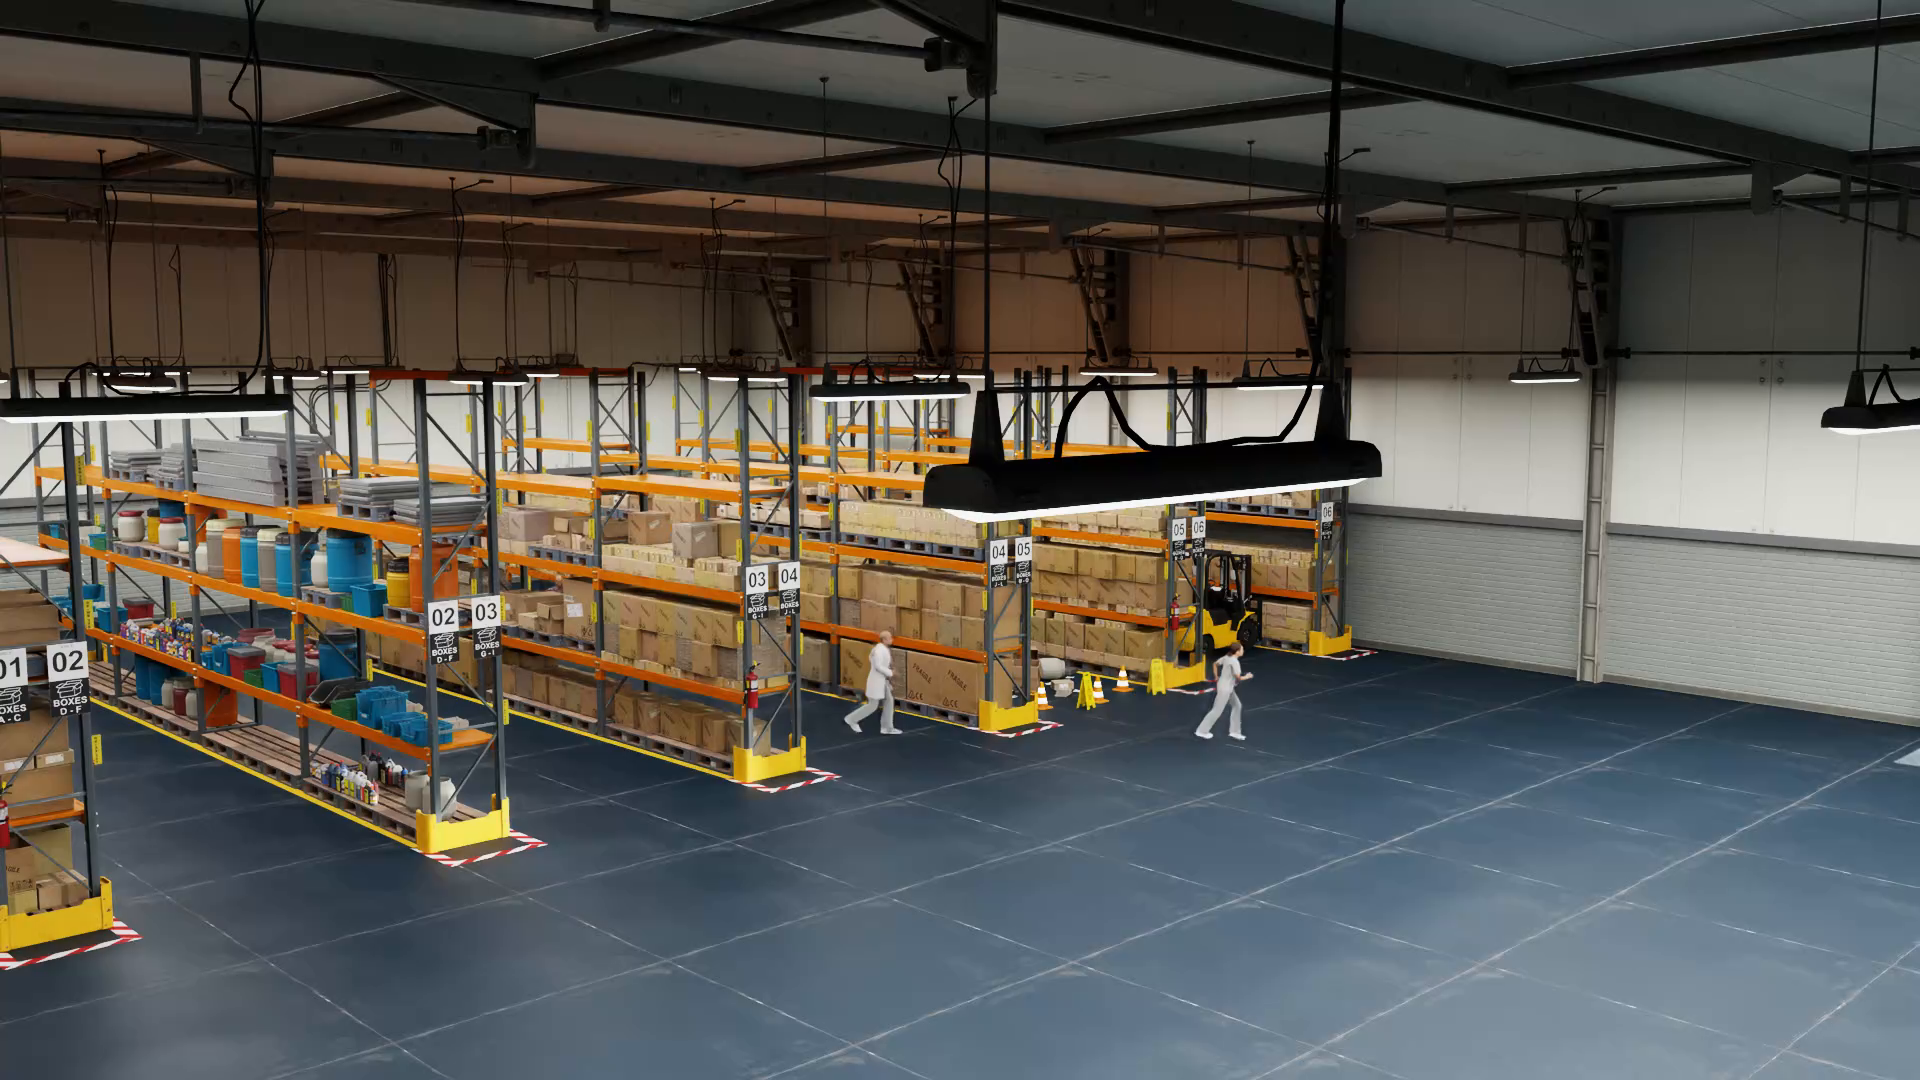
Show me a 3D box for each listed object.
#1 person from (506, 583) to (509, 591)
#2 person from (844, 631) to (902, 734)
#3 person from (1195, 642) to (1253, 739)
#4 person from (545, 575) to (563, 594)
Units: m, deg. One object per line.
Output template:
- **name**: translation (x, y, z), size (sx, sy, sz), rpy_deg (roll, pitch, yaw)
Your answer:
- **person**: translation (-9.970, 1.451, 35.898), size (0.551, 1.709, 0.906), rpy_deg (-6, 9, -41)
- **person**: translation (-1.440, 2.366, 27.522), size (0.964, 1.744, 0.693), rpy_deg (1, 6, 7)
- **person**: translation (4.299, 2.469, 27.067), size (0.955, 1.639, 0.561), rpy_deg (0, 6, -4)
- **person**: translation (-8.570, 1.556, 34.903), size (0.886, 1.685, 0.716), rpy_deg (3, 7, 24)
